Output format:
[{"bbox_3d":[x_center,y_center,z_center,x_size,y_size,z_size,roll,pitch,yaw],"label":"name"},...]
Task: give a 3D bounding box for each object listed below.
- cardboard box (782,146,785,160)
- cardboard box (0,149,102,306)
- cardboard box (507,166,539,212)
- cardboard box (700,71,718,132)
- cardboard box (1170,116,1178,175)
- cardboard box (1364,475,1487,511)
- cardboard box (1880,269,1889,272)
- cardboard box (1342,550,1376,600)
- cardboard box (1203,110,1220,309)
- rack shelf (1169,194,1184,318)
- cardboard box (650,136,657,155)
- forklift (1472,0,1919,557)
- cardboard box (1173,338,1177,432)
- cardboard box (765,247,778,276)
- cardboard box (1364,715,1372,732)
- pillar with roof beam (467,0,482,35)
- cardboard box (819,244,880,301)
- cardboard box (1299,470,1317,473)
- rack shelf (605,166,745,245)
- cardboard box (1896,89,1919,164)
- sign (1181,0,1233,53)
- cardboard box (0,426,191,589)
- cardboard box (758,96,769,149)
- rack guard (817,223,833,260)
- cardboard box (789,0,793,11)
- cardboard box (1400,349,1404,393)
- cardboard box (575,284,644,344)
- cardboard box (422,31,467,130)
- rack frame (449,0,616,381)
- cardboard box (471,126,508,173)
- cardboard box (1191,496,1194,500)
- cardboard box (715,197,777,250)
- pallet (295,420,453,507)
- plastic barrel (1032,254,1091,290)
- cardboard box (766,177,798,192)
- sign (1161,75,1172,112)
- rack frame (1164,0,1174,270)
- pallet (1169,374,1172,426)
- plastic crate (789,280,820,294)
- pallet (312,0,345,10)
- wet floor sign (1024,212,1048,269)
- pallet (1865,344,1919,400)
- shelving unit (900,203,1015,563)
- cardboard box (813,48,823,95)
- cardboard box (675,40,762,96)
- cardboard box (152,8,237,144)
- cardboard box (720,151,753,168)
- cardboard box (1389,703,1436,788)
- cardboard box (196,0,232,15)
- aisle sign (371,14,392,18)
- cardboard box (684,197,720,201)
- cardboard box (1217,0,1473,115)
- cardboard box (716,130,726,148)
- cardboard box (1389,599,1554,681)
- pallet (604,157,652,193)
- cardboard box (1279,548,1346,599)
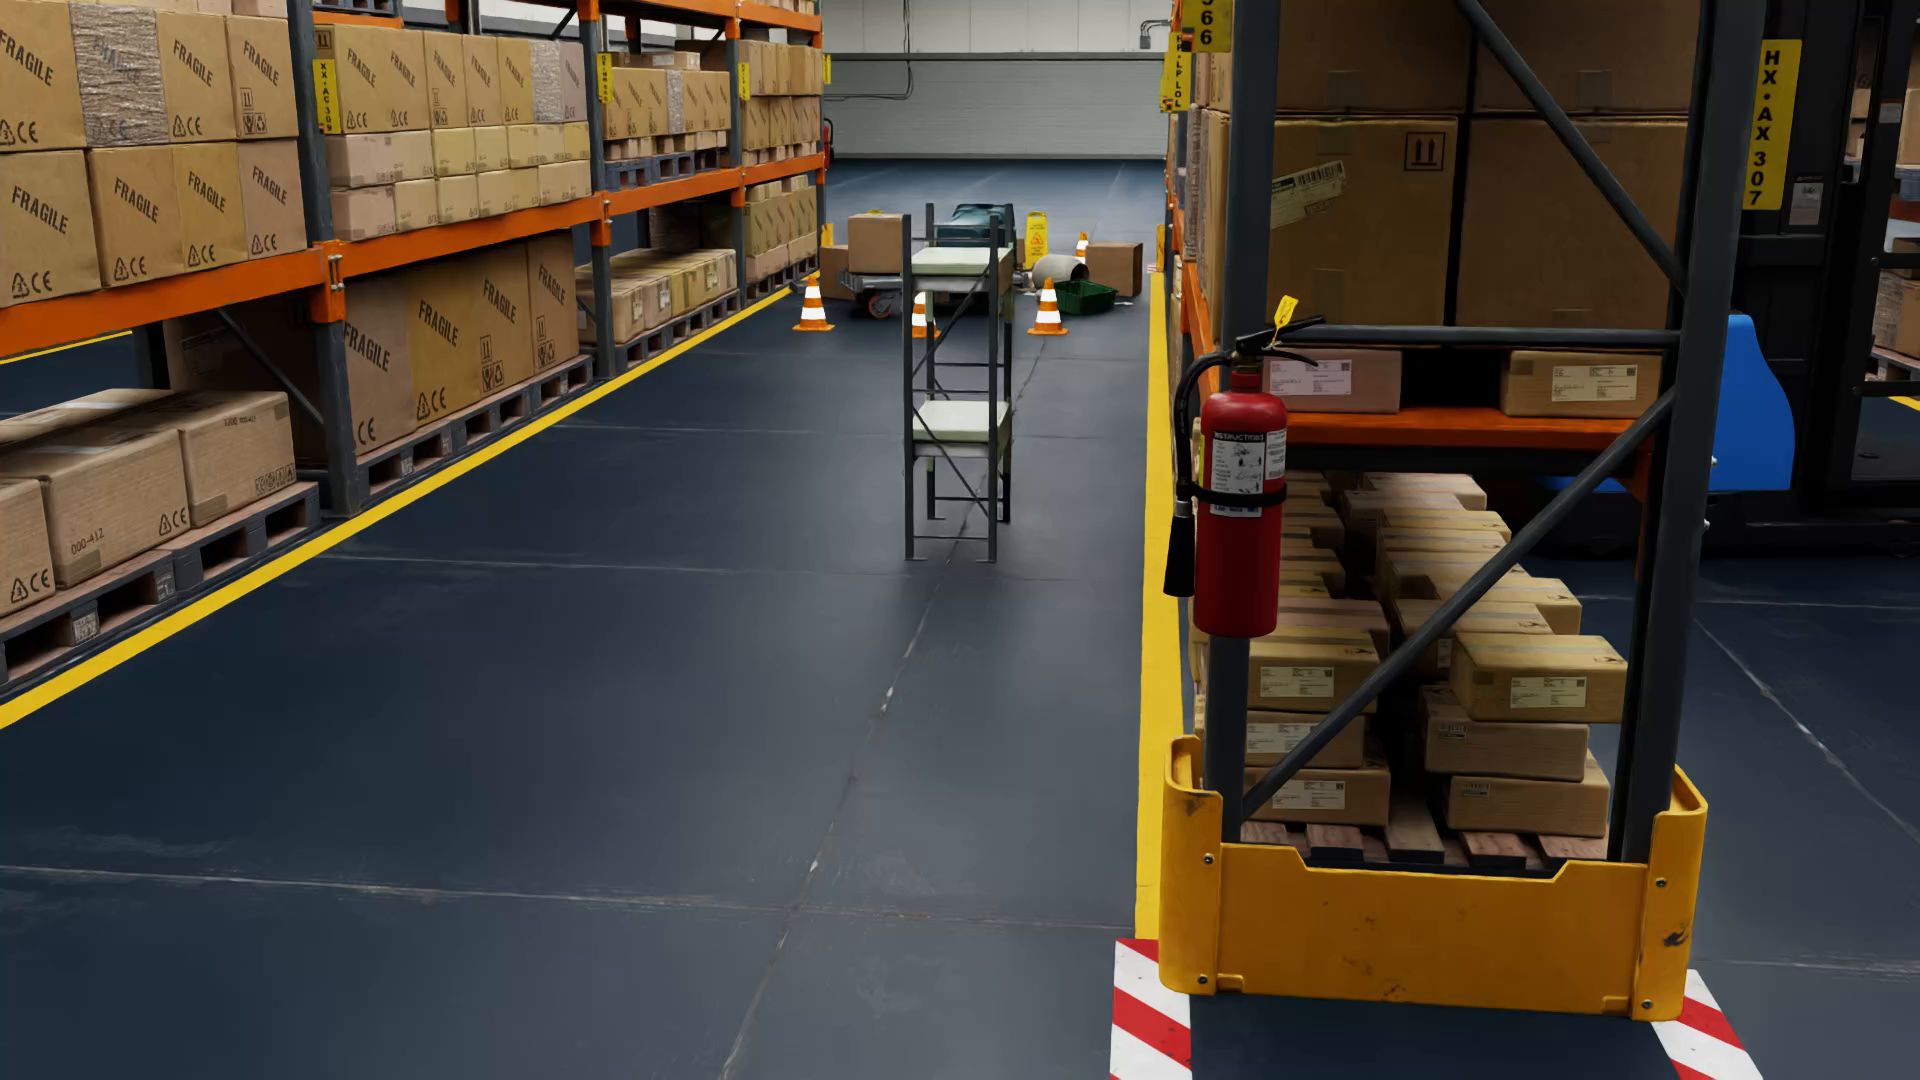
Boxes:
[{"bbox_3d":[-2.017,-3.997,17.179,0.380,0.149,0.250,2,15,6],"label":"cardboard box"},{"bbox_3d":[-3.396,-1.094,5.771,0.500,0.500,0.500,2,15,8],"label":"cardboard box"},{"bbox_3d":[-2.891,-2.137,10.105,0.500,0.250,0.500,2,15,6],"label":"cardboard box"},{"bbox_3d":[-2.405,-3.788,14.358,0.500,0.500,0.500,2,15,7],"label":"cardboard box"},{"bbox_3d":[1.904,-3.056,13.027,0.500,0.500,0.500,2,15,7],"label":"cardboard box"},{"bbox_3d":[1.646,-0.127,5.903,0.380,0.149,0.250,1,15,4],"label":"cardboard box"},{"bbox_3d":[7.032,-1.791,12.484,0.700,0.500,0.500,3,15,11],"label":"cardboard box"},{"bbox_3d":[1.453,0.143,5.474,0.380,0.149,0.250,2,15,9],"label":"cardboard box"},{"bbox_3d":[0.908,-0.866,4.356,0.500,0.500,0.500,1,15,5],"label":"cardboard box"},{"bbox_3d":[1.727,-1.625,9.305,1.077,0.370,4.000,2,15,6],"label":"rack shelf"},{"bbox_3d":[-2.620,-3.123,13.142,0.380,0.149,0.250,2,15,8],"label":"cardboard box"},{"bbox_3d":[4.060,-1.476,7.506,3.031,2.935,1.130,-1,15,-3],"label":"forklift"},{"bbox_3d":[1.393,-0.782,8.793,0.500,0.500,0.500,1,15,5],"label":"cardboard box"},{"bbox_3d":[-2.142,-2.808,16.762,0.500,0.250,0.500,3,15,9],"label":"cardboard box"},{"bbox_3d":[0.909,0.402,4.516,0.380,0.149,0.250,1,15,5],"label":"cardboard box"},{"bbox_3d":[-3.026,-9.002,23.715,9.100,9.000,0.400,2,15,6],"label":"pillar with roof beam"},{"bbox_3d":[-1.053,-2.681,16.614,0.500,0.500,0.500,-14,20,-42],"label":"cardboard box"},{"bbox_3d":[1.180,-0.279,6.466,0.380,0.149,0.250,1,15,5],"label":"cardboard box"},{"bbox_3d":[-2.752,-2.782,13.584,1.077,0.370,4.000,2,15,6],"label":"rack shelf"},{"bbox_3d":[6.854,-2.859,11.493,0.700,0.500,0.500,4,16,15],"label":"cardboard box"},{"bbox_3d":[0.501,-1.150,3.343,0.100,0.325,0.005,2,15,6],"label":"sign"},{"bbox_3d":[-3.706,-0.148,6.565,0.875,0.438,0.875,1,15,5],"label":"cardboard box"},{"bbox_3d":[-2.166,-4.077,16.232,0.500,0.500,0.500,2,15,6],"label":"cardboard box"},{"bbox_3d":[-2.083,-3.459,19.498,1.175,0.500,0.348,2,15,6],"label":"rack guard"},{"bbox_3d":[-1.972,-5.649,17.540,0.380,0.149,0.250,2,15,6],"label":"cardboard box"},{"bbox_3d":[0.871,-0.452,4.067,0.380,0.149,0.250,2,15,6],"label":"cardboard box"},{"bbox_3d":[-2.904,-1.691,12.400,0.950,0.372,0.625,1,15,2],"label":"cardboard box"},{"bbox_3d":[-3.004,-2.473,8.954,0.500,0.500,0.500,1,15,5],"label":"cardboard box"},{"bbox_3d":[-2.977,-2.611,11.571,1.000,3.000,0.127,2,15,6],"label":"rack frame"},{"bbox_3d":[-2.929,-2.246,9.550,0.500,0.250,0.500,1,15,5],"label":"cardboard box"},{"bbox_3d":[1.111,-0.126,7.040,0.380,0.149,0.250,2,15,8],"label":"cardboard box"},{"bbox_3d":[-2.142,-3.170,16.666,0.500,0.500,0.500,2,15,9],"label":"cardboard box"},{"bbox_3d":[-3.416,-0.430,8.847,1.003,0.211,1.213,2,15,6],"label":"pallet"},{"bbox_3d":[1.008,-2.625,16.557,0.421,0.421,0.512,-14,20,-42],"label":"plastic barrel"},{"bbox_3d":[-1.943,-3.790,17.717,0.380,0.149,0.250,2,15,9],"label":"cardboard box"},{"bbox_3d":[1.852,-4.001,14.901,0.100,0.325,0.005,2,15,6],"label":"sign"},{"bbox_3d":[2.855,-4.566,18.802,1.000,3.000,0.127,2,15,6],"label":"rack frame"},{"bbox_3d":[1.863,-0.943,10.744,1.003,0.211,1.213,2,15,6],"label":"pallet"},{"bbox_3d":[-1.534,-2.622,17.206,0.402,0.080,0.583,-4,16,-13],"label":"plastic crate"},{"bbox_3d":[-7.248,-5.736,17.553,1.003,0.211,1.213,2,15,6],"label":"pallet"},{"bbox_3d":[0.891,-3.496,19.353,0.267,0.644,0.232,-1,15,-3],"label":"wet floor sign"},{"bbox_3d":[6.959,-1.176,11.605,1.003,0.211,1.213,2,15,6],"label":"pallet"},{"bbox_3d":[0.001,-0.726,7.473,0.431,1.500,0.755,2,15,6],"label":"shelving unit"},{"bbox_3d":[-1.915,-5.221,18.549,0.700,0.500,0.500,1,15,5],"label":"cardboard box"},{"bbox_3d":[-2.261,-4.431,15.624,0.700,0.500,0.500,2,15,6],"label":"cardboard box"},{"bbox_3d":[-3.273,-1.843,6.623,0.500,0.500,0.500,1,15,5],"label":"cardboard box"},{"bbox_3d":[-2.172,-3.599,15.708,0.380,0.149,0.250,2,15,6],"label":"cardboard box"},{"bbox_3d":[1.375,0.560,4.501,0.380,0.149,0.250,2,15,6],"label":"cardboard box"},{"bbox_3d":[-3.285,-2.263,6.935,0.380,0.149,0.250,2,15,8],"label":"cardboard box"},{"bbox_3d":[-6.708,-6.094,19.473,0.394,0.787,0.004,2,15,6],"label":"aisle sign"},{"bbox_3d":[-2.670,-3.179,16.699,0.500,0.500,0.500,2,15,7],"label":"cardboard box"},{"bbox_3d":[0.854,-1.217,3.739,0.500,0.500,0.500,1,15,5],"label":"cardboard box"},{"bbox_3d":[-2.310,-3.588,14.862,0.380,0.149,0.250,2,15,7],"label":"cardboard box"},{"bbox_3d":[1.358,0.269,4.438,0.380,0.149,0.250,2,15,7],"label":"cardboard box"},{"bbox_3d":[-3.003,-2.706,12.292,1.213,0.211,1.003,2,15,6],"label":"pallet"},{"bbox_3d":[0.938,0.125,4.969,0.380,0.149,0.250,1,15,4],"label":"cardboard box"}]
